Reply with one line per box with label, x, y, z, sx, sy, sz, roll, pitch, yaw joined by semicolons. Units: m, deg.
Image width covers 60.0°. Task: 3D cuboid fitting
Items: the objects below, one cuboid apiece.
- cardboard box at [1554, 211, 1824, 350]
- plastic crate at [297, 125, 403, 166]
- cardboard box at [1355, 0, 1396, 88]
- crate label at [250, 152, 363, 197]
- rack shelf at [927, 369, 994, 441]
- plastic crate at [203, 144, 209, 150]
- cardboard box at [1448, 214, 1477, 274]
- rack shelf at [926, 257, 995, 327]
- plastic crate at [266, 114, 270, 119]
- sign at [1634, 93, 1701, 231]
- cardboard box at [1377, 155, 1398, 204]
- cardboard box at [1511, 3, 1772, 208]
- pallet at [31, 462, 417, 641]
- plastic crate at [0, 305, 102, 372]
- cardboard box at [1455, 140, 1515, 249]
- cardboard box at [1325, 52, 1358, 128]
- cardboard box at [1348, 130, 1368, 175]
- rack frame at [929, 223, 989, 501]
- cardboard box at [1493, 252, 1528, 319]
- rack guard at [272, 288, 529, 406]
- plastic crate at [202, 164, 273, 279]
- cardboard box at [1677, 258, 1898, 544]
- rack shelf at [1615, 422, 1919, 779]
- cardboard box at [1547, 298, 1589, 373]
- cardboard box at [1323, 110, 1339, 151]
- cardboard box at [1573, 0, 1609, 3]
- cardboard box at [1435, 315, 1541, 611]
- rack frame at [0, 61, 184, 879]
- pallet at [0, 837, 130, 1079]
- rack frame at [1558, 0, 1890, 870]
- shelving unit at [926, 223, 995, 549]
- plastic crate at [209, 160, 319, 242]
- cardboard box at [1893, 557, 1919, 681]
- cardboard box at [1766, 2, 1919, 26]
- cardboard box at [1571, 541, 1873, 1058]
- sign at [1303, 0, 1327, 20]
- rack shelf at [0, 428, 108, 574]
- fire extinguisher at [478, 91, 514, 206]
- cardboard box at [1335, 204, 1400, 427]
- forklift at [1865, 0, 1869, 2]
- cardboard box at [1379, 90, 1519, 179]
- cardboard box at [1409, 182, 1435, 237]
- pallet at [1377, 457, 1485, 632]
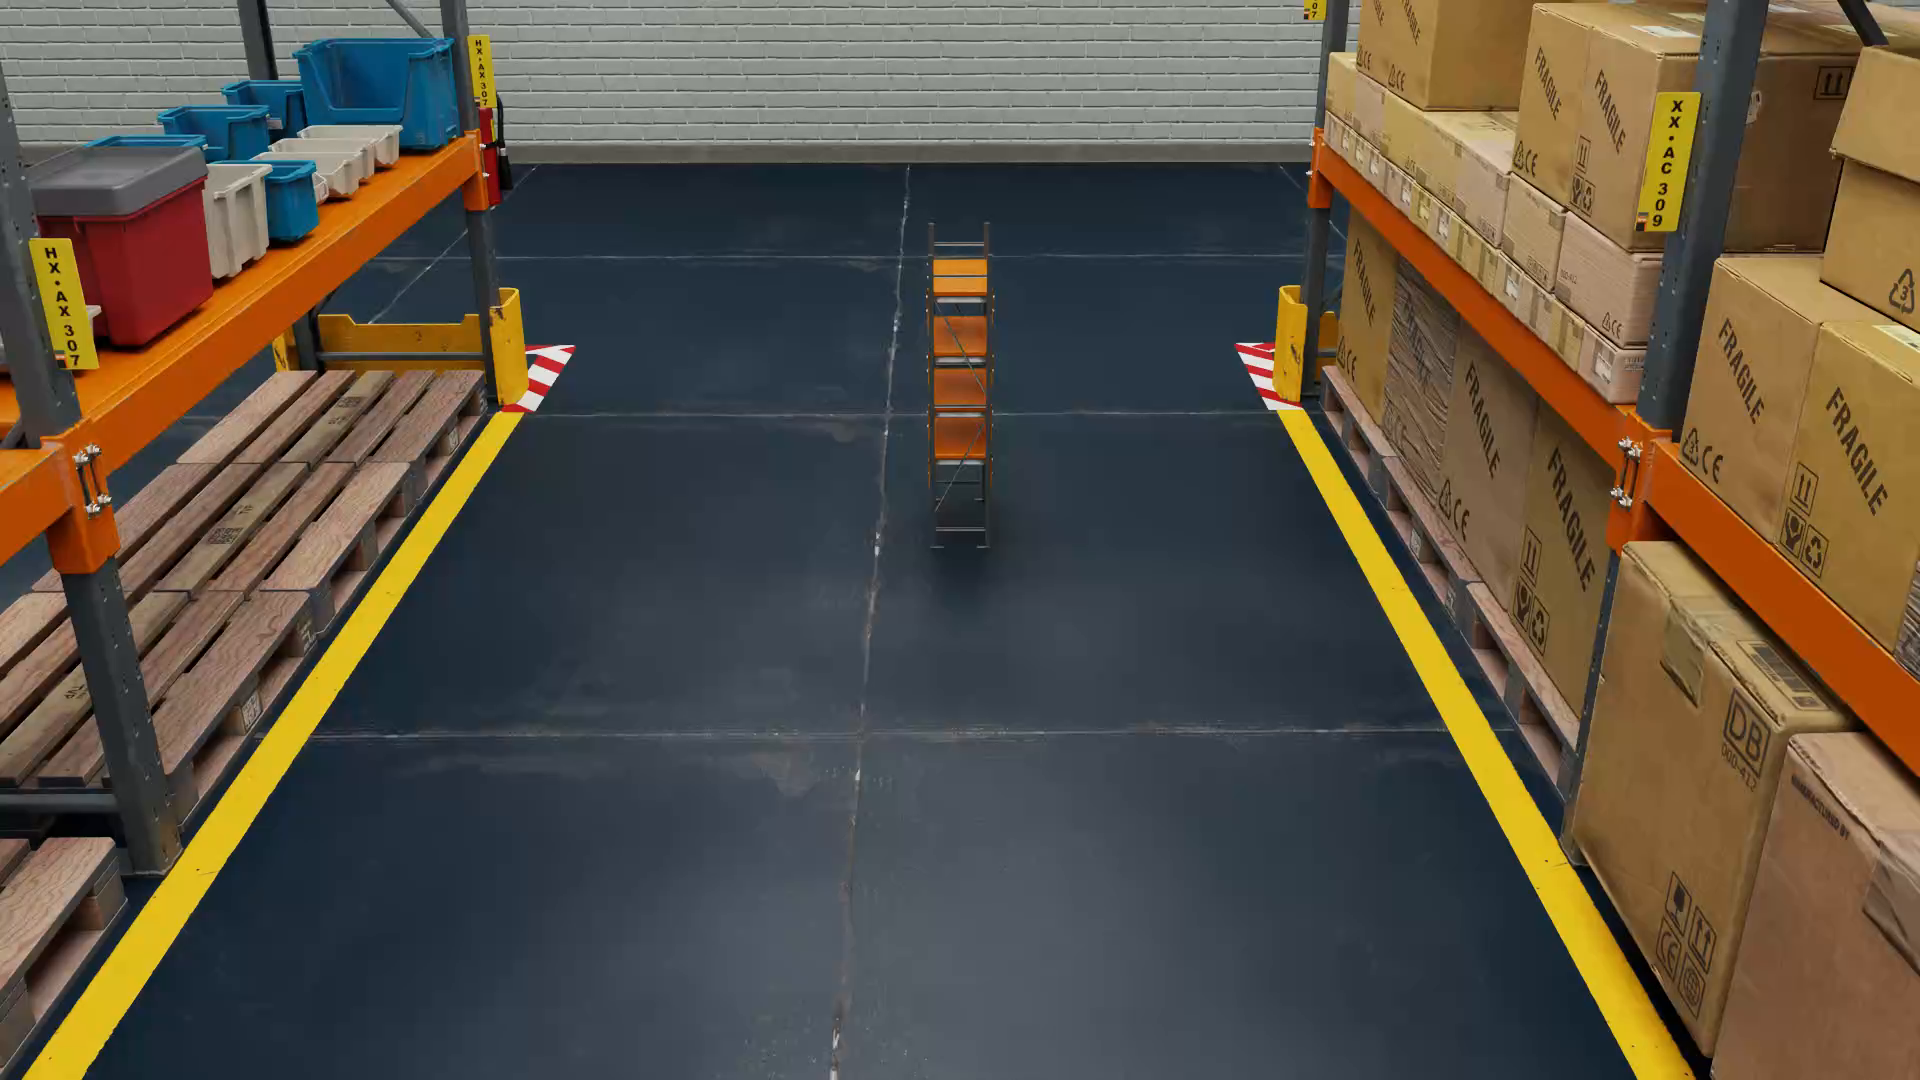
cardboard box;1.962;-0.713;4.507;0.500;0.250;0.500;-1;24;-2
plastic crate;-2.578;-1.663;7.034;0.396;0.136;0.243;0;24;-1
cardboard box;1.926;-2.117;6.702;0.500;0.500;0.500;-1;24;-2
crate label;-2.561;-1.429;6.516;0.396;0.136;0.243;0;24;-1
rack shelf;-0.002;-0.554;6.681;0.258;0.148;0.480;0;24;-1
plastic crate;-3.166;-1.483;6.636;0.250;0.136;0.298;0;24;-1
cardboard box;1.883;-1.004;5.635;0.380;0.149;0.250;-1;24;-1
rack shelf;-0.002;-0.973;6.492;0.258;0.148;0.480;0;24;-1
plastic crate;-3.173;-1.762;7.254;0.250;0.136;0.298;0;24;-1
sign;1.674;-0.892;3.936;0.100;0.325;0.005;0;24;-1
cardboard box;1.872;-1.427;6.571;0.380;0.149;0.250;-1;24;-2
cardboard box;1.955;-1.268;4.826;0.500;0.500;0.500;0;24;0
pallet;-2.787;0.021;6.447;1.003;0.211;1.213;0;24;-1
plastic crate;-2.586;-0.542;4.556;0.396;0.136;0.243;0;24;-1
cardboard box;1.948;-1.136;5.444;0.500;0.250;0.500;0;24;1
cardboard box;1.920;-1.981;7.312;0.500;0.250;0.500;-1;24;-2
cardboard box;1.866;-1.640;7.040;0.380;0.149;0.250;-1;24;-2
rack frame;-0.004;-0.715;6.876;0.240;1.200;0.015;0;24;-1
cardboard box;1.889;-0.792;5.167;0.380;0.149;0.250;0;24;0
rack guard;-2.781;-0.962;8.270;1.175;0.500;0.348;0;24;-1
plastic crate;-2.556;-1.046;5.494;0.437;0.282;0.530;0;24;-1
cardboard box;1.984;-0.320;3.696;0.500;0.500;0.500;0;24;0
rack shelf;2.251;0.687;2.464;1.077;0.370;4.000;0;24;-1
cardboard box;1.895;-0.581;4.699;0.380;0.149;0.250;0;24;0
cardboard box;1.859;-1.851;7.507;0.380;0.149;0.250;0;24;0
cardboard box;2.453;-2.322;7.156;0.500;0.500;0.500;0;24;0
cardboard box;2.292;-0.331;5.911;0.875;0.875;0.875;0;24;-1
rack frame;-2.724;-0.443;4.089;1.000;3.000;0.127;0;24;-1
pallet;-2.757;1.146;3.960;1.003;0.211;1.213;0;24;-1
rack frame;2.229;-0.465;4.138;1.000;3.000;0.127;0;24;-1
shelving unit;-0.002;-0.615;6.654;0.258;1.200;0.503;0;24;-1
plastic crate;-2.489;-1.197;5.887;0.416;0.233;0.300;0;24;-1
cardboard box;1.995;0.094;2.782;0.500;0.500;0.500;-1;24;-2
cardboard box;2.482;-1.275;4.841;0.500;0.500;0.500;0;24;-1
cardboard box;2.256;0.576;3.906;1.225;0.875;0.875;0;24;0
sign;1.630;-2.544;7.587;0.100;0.325;0.005;0;24;-1
rack shelf;-2.702;0.709;2.415;1.077;0.370;4.000;0;24;-1
fire extinguisher;-2.315;-1.950;7.968;0.296;0.674;0.183;0;24;-1
cardboard box;2.272;-1.073;7.551;0.875;0.875;0.875;0;24;-1
forklift;4.537;-1.995;7.605;1.130;2.935;3.031;-2;24;-3
cardboard box;1.935;-1.560;6.380;0.500;0.250;0.500;-1;24;-2
cardboard box;1.877;-1.217;6.106;0.380;0.149;0.250;-1;24;-2
pallet;2.283;-0.012;6.520;1.003;0.211;1.213;0;24;-1
